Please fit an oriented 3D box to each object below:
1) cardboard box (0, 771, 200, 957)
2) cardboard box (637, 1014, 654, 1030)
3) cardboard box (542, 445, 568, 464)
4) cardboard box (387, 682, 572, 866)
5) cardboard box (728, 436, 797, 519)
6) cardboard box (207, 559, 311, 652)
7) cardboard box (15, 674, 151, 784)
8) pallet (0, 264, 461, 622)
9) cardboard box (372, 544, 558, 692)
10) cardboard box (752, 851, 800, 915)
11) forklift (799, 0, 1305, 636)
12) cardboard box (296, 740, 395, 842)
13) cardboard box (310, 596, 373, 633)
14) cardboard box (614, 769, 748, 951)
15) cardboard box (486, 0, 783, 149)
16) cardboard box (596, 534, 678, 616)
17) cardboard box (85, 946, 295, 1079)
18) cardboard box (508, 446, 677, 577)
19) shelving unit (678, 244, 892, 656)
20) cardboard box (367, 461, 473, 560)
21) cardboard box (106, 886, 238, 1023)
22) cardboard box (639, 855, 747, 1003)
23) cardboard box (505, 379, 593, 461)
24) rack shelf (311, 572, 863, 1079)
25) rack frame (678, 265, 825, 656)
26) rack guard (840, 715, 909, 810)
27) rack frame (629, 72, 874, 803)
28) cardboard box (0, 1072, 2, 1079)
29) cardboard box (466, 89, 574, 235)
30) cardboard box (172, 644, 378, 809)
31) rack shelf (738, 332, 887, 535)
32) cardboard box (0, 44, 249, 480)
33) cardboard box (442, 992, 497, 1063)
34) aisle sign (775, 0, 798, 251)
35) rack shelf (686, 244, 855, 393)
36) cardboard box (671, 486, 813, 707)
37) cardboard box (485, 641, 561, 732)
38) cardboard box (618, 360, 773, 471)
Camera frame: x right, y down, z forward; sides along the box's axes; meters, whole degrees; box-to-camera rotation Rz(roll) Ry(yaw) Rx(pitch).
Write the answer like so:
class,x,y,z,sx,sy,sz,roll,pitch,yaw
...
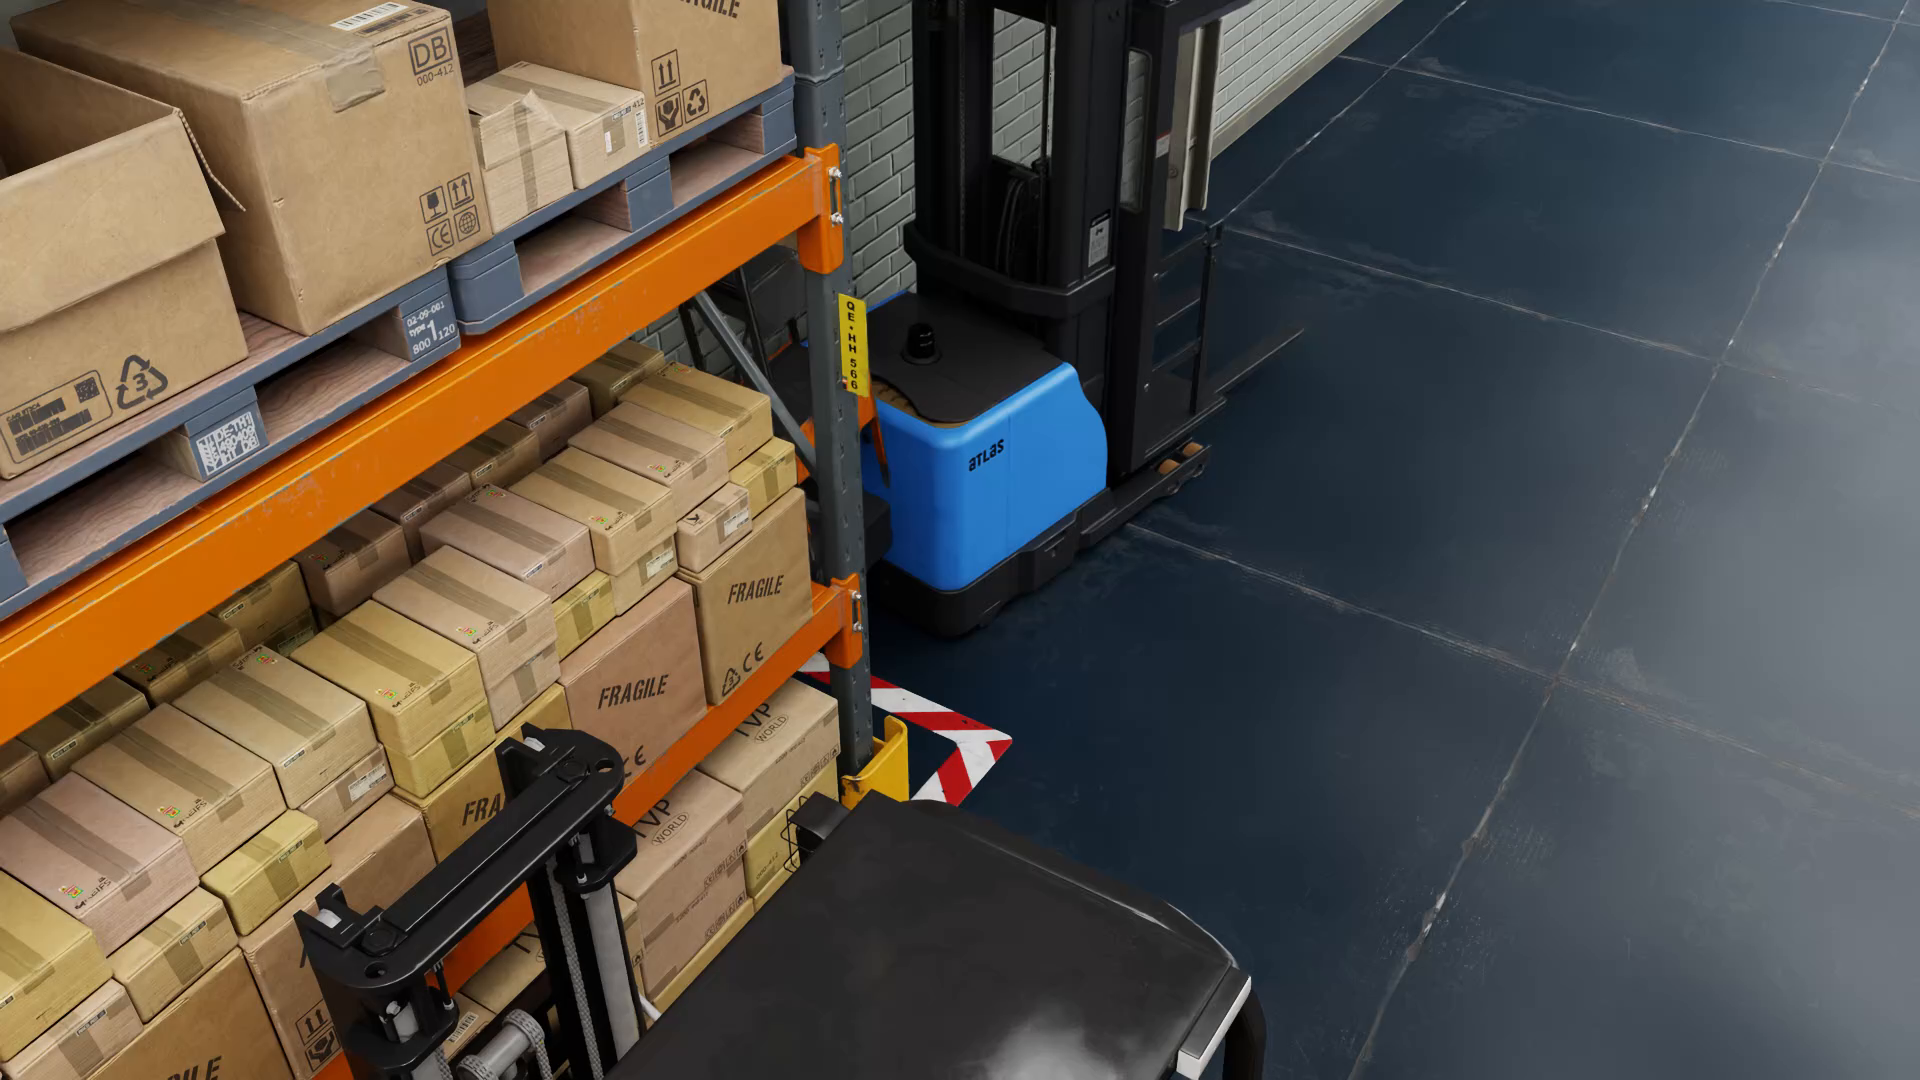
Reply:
class,x,y,z,sx,sy,sz,roll,pitch,yaw
cardboard box,-1.864,0.688,3.544,0.380,0.149,0.250,21,42,25
cardboard box,-1.300,1.574,5.159,0.500,0.250,0.500,22,43,26
cardboard box,-1.244,-0.261,5.018,0.380,0.149,0.250,21,42,25
cardboard box,-1.367,0.626,4.399,0.500,0.500,0.500,20,42,24
cardboard box,-0.714,-0.229,4.976,0.380,0.149,0.250,22,43,26
cardboard box,-1.913,0.121,4.279,0.380,0.149,0.250,20,42,24
cardboard box,-2.117,0.412,3.902,0.380,0.149,0.250,22,43,26
pallet,-1.819,-0.368,3.386,1.003,0.211,1.213,21,42,25
cardboard box,-1.244,0.193,4.187,0.380,0.149,0.250,22,43,26
cardboard box,-0.750,1.066,5.819,0.500,0.250,0.500,21,43,25
forklift,0.581,-1.567,7.383,1.130,2.935,3.031,29,46,32
cardboard box,-1.591,0.540,3.979,0.380,0.149,0.250,21,42,25
cardboard box,-1.774,0.091,4.562,0.380,0.149,0.250,22,43,26
cardboard box,-1.017,0.929,5.177,0.500,0.250,0.500,22,43,26
cardboard box,-0.796,-1.328,4.051,0.500,0.500,0.500,23,43,27
cardboard box,-1.017,0.027,4.645,0.380,0.149,0.250,22,43,26
cardboard box,-1.914,1.141,3.731,0.500,0.500,0.500,21,42,25
cardboard box,-1.002,-0.082,4.543,0.380,0.149,0.250,22,43,26
shelving unit,-0.635,-0.433,6.546,0.431,2.100,0.503,26,54,29
cardboard box,-1.569,-0.126,4.600,0.380,0.149,0.250,21,43,25
cardboard box,-1.805,0.834,3.598,0.380,0.149,0.250,20,42,24
cardboard box,-1.040,1.130,5.325,0.500,0.250,0.500,21,42,25
cardboard box,-1.321,-0.397,4.951,0.380,0.149,0.250,23,43,27
rack shelf,-1.837,1.114,4.438,1.077,0.370,4.000,21,42,25
rack frame,-0.784,-0.284,6.423,0.400,2.100,0.015,26,54,29
rack guard,-0.752,0.775,6.335,1.175,0.500,0.348,21,42,25
rack frame,-0.765,-0.202,5.556,1.000,3.000,0.127,21,42,25
cardboard box,-2.069,0.980,3.165,0.380,0.149,0.250,22,43,26
cardboard box,-1.088,-0.886,3.670,0.396,0.266,0.258,21,42,25
cardboard box,-1.596,0.430,3.879,0.380,0.149,0.250,22,43,26
rack shelf,-0.633,-0.423,6.556,0.431,0.518,0.480,26,54,29
cardboard box,-1.775,-0.545,3.033,0.797,0.503,0.637,23,43,26
cardboard box,-1.557,1.451,4.500,0.500,0.250,0.500,20,42,24
aisle sign,-0.482,-1.170,4.681,0.394,0.787,0.004,21,42,25
rack shelf,-0.711,-0.911,6.060,0.431,0.518,0.480,26,54,29
cardboard box,-0.807,0.098,5.085,0.500,0.500,0.500,20,42,24
cardboard box,-1.262,0.304,4.286,0.380,0.149,0.250,20,42,24
cardboard box,-0.779,-0.363,4.907,0.380,0.149,0.250,21,42,25
